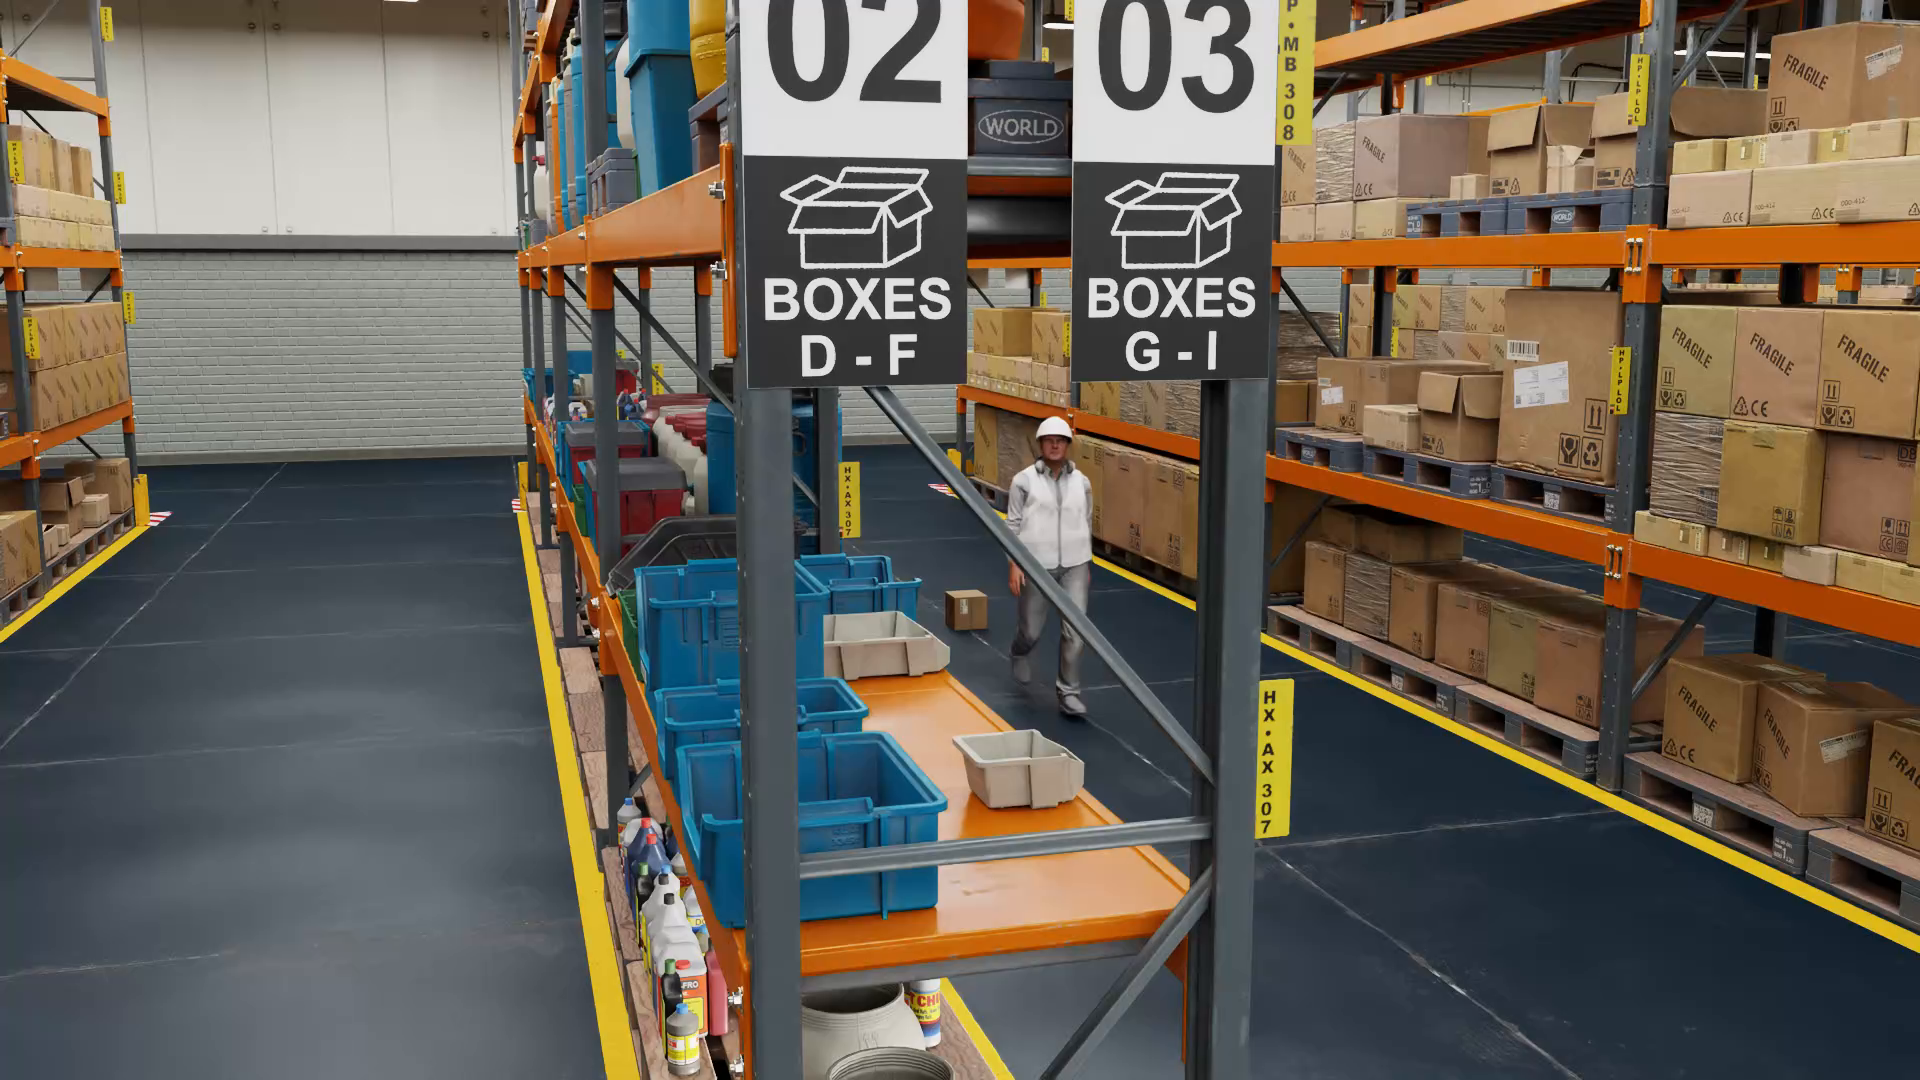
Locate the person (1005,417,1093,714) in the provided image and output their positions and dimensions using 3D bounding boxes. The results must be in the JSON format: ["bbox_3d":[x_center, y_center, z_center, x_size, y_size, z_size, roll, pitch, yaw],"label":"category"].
[{"bbox_3d":[0.535,0.132,9.965,0.551,1.736,0.865,-2,9,-10],"label":"person"}]
